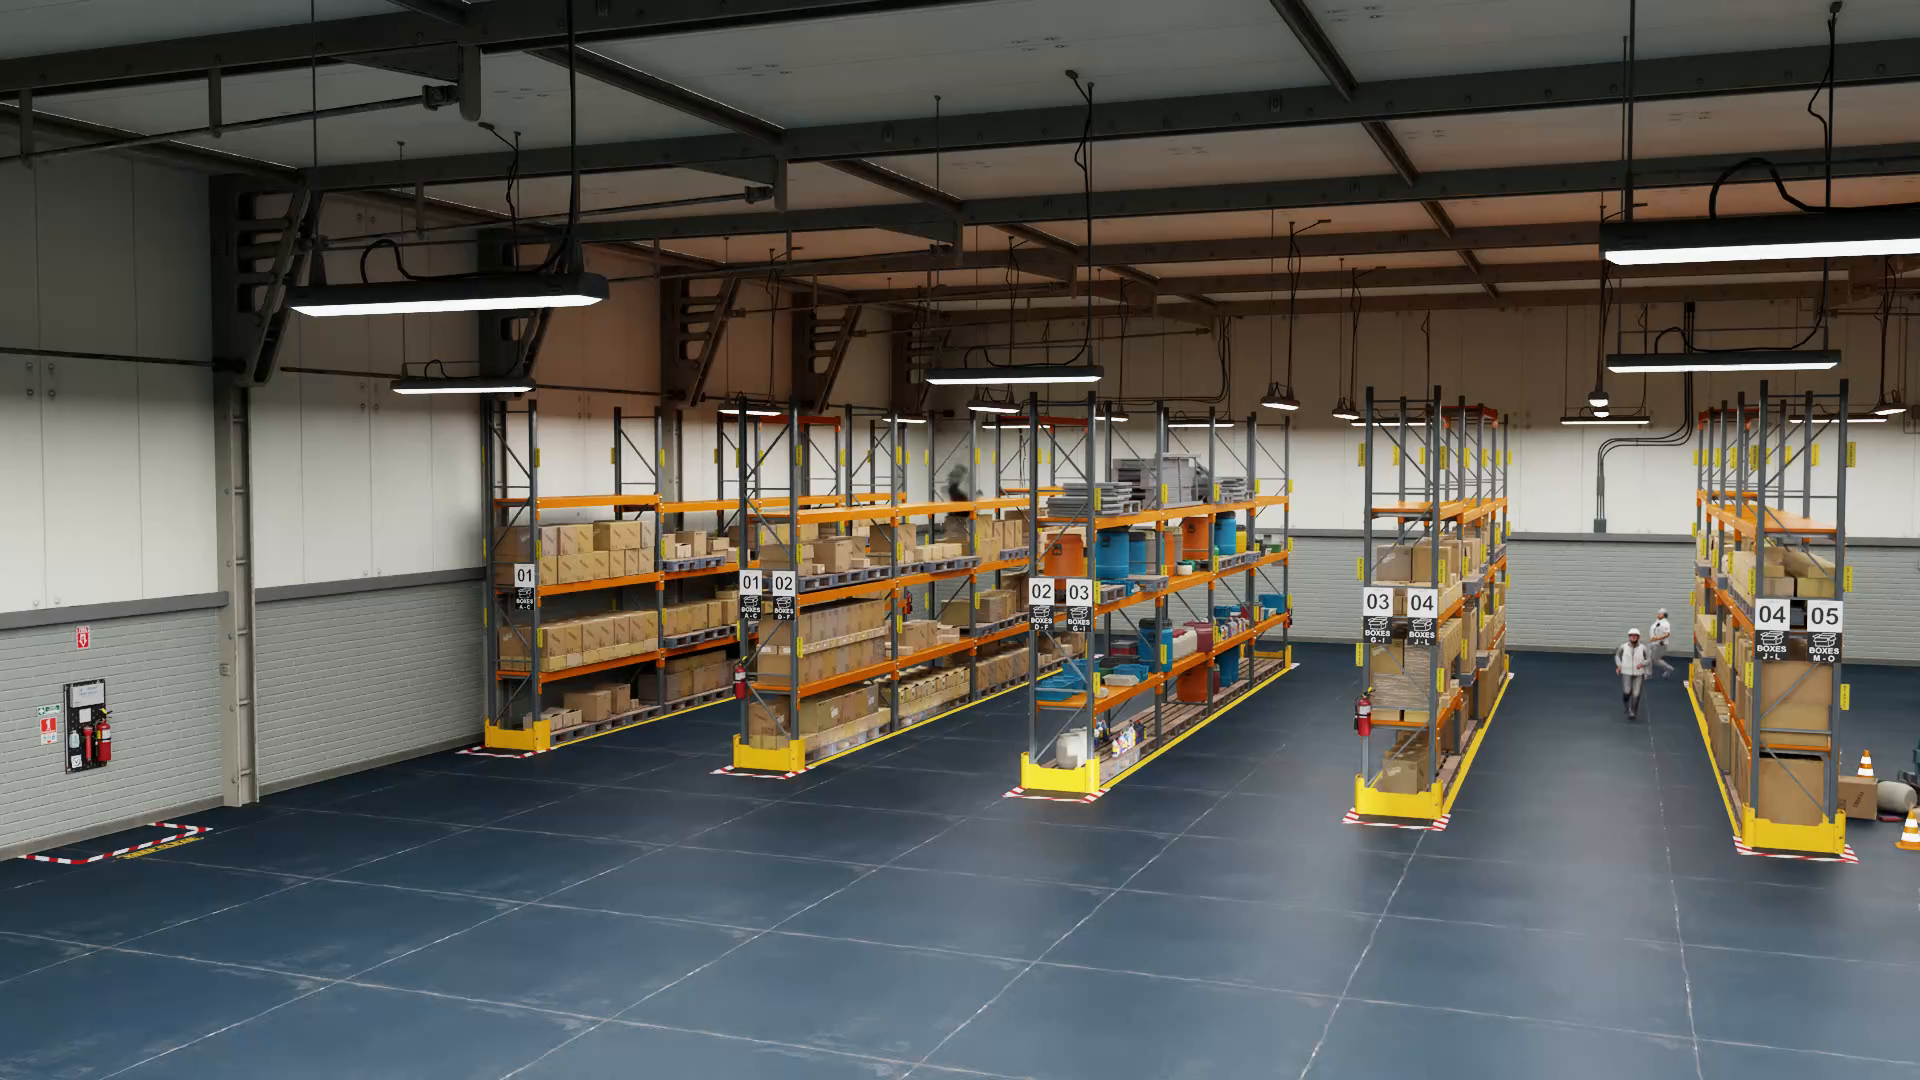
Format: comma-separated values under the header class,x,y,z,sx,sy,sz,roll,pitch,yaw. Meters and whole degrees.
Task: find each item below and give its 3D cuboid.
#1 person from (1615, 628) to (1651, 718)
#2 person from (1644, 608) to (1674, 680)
class,x,y,z,sx,sy,sz,roll,pitch,yaw
person,12.904,2.567,31.900,0.656,1.734,0.578,1,3,22
person,15.699,2.365,37.351,0.744,1.640,0.648,0,3,-2
